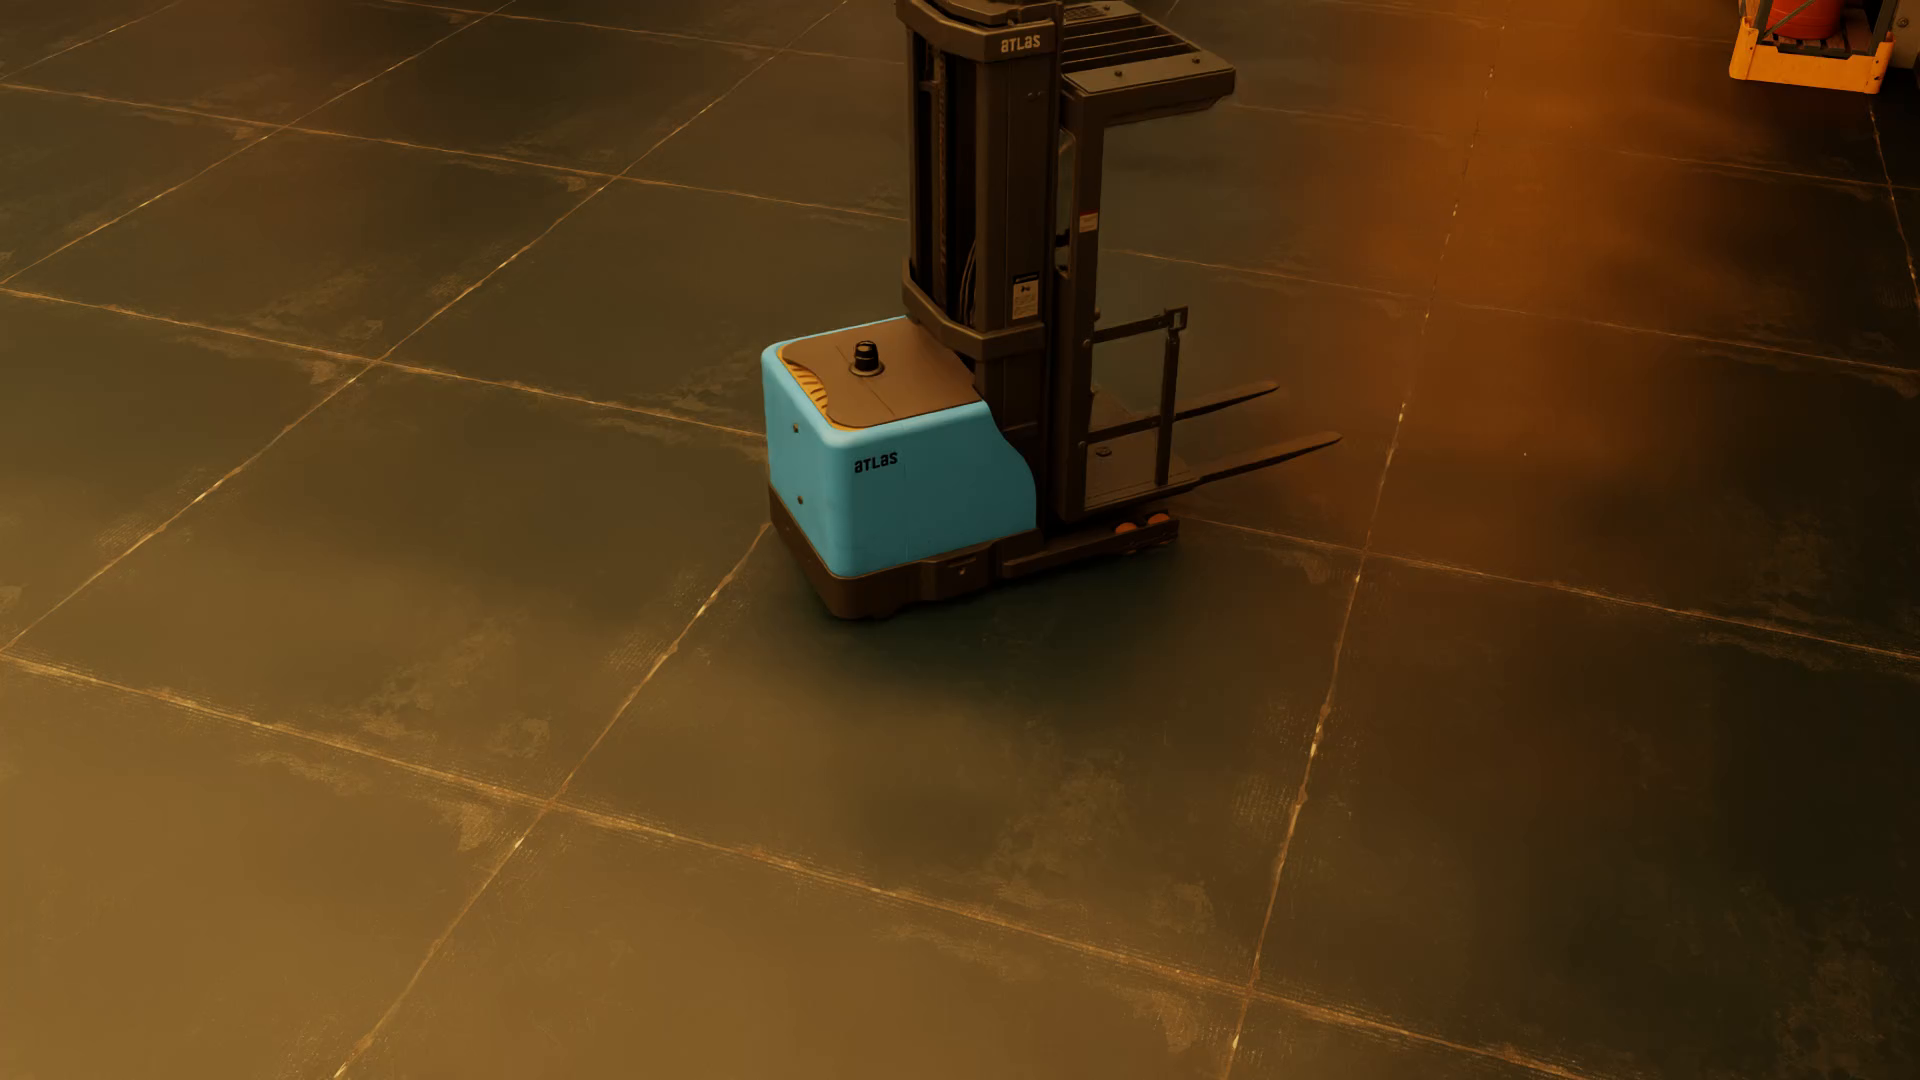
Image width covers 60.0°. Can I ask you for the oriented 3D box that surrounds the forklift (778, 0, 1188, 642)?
[{"bbox_3d":[0.314,-1.542,8.285,1.130,2.935,3.031,19,39,24],"label":"forklift"}]
